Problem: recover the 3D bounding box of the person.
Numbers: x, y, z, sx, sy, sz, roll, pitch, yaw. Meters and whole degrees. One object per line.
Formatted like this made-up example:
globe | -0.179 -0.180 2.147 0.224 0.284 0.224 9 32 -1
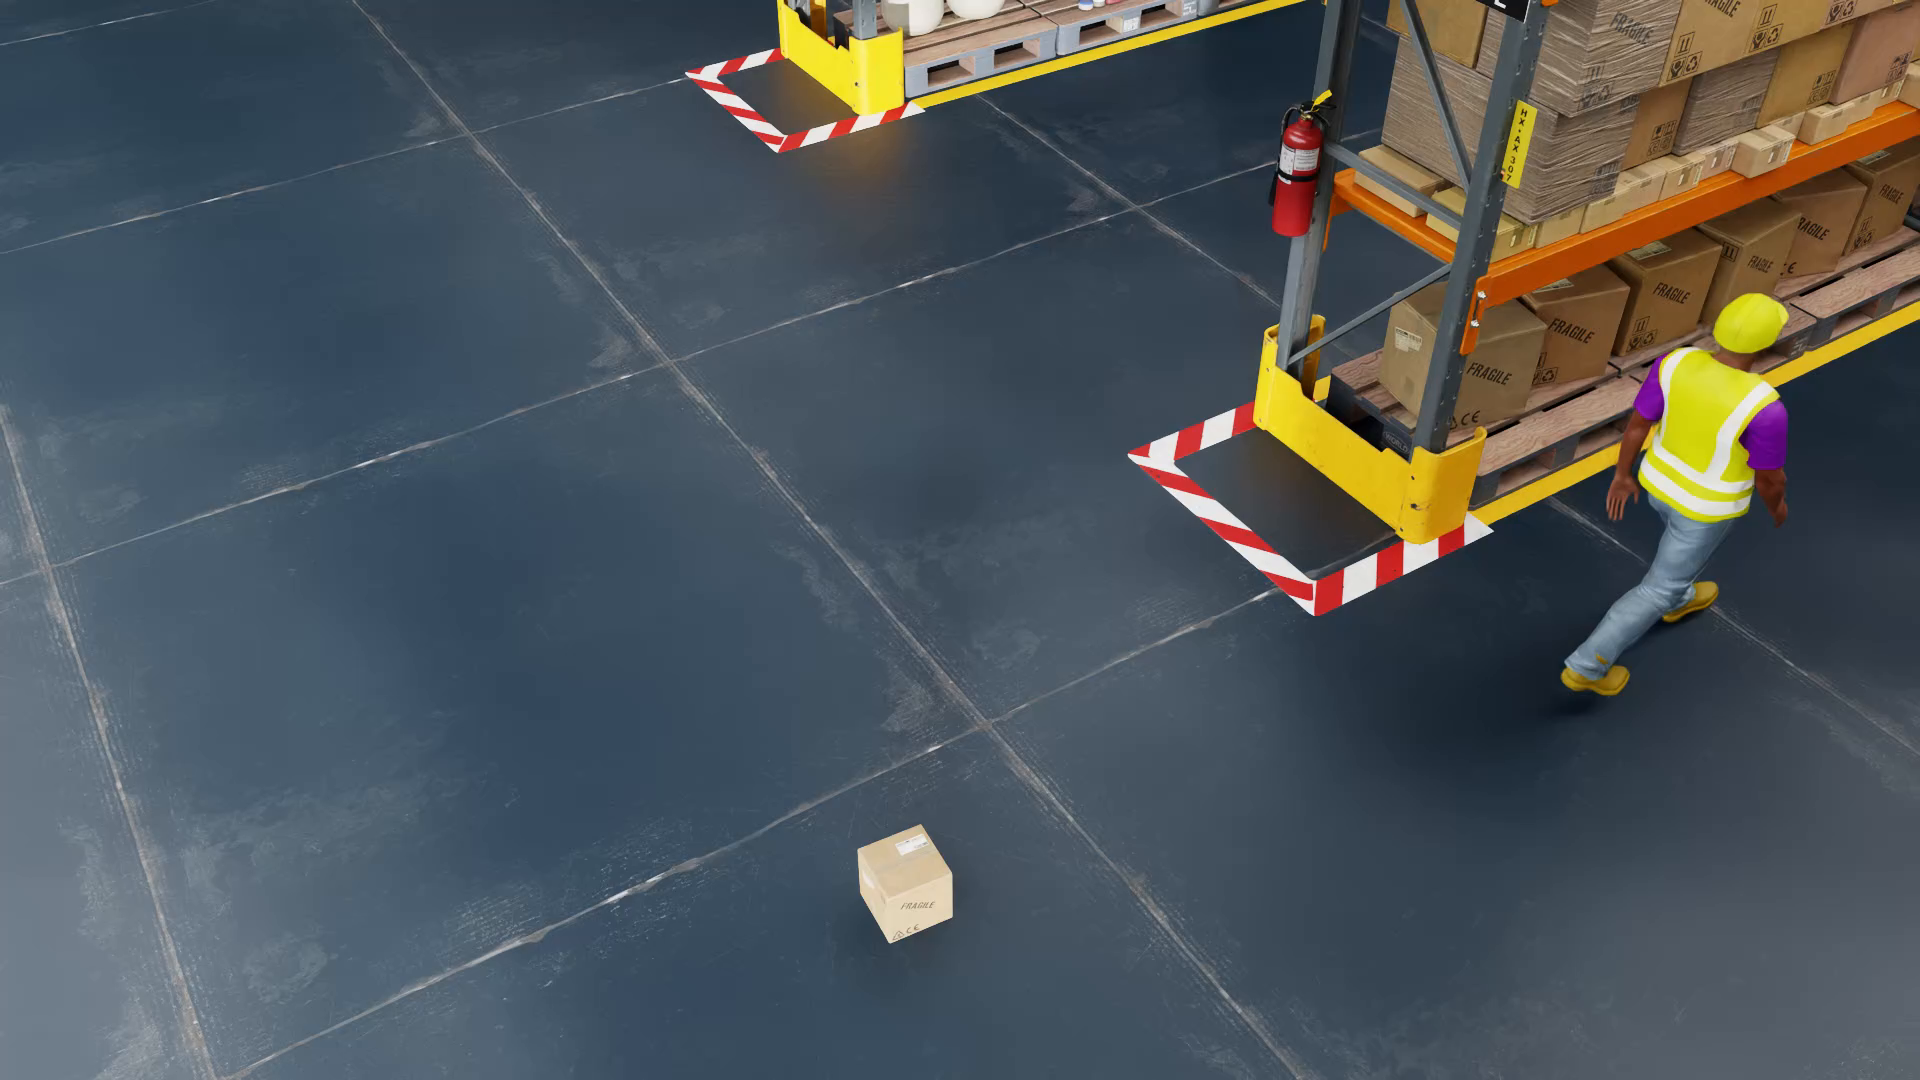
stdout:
person | 2.824 -0.195 6.366 1.039 1.727 0.552 -17 43 -19
